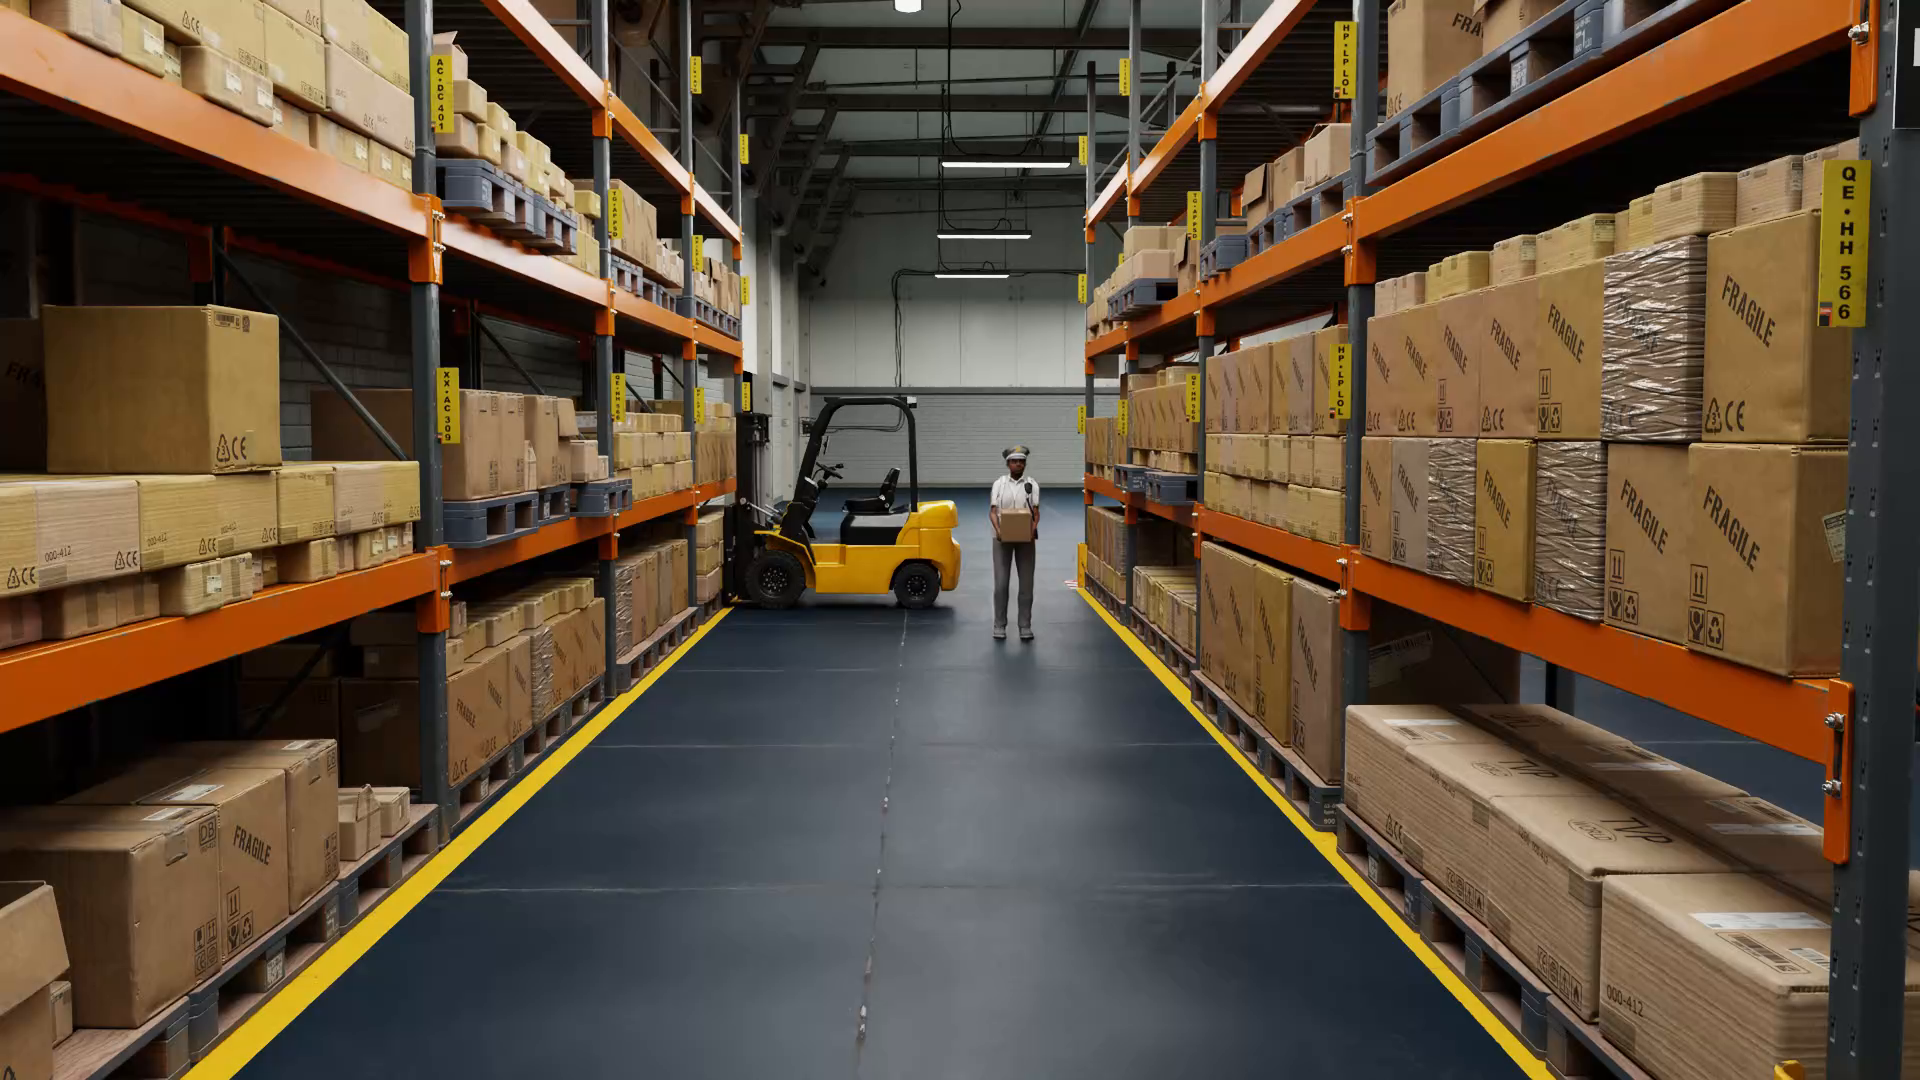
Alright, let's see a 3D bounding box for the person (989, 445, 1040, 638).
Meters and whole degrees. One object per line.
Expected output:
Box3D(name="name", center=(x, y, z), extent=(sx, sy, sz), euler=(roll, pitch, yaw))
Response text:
Box3D(name="person", center=(0.482, 0.016, 14.592), extent=(0.449, 1.683, 0.534), euler=(0, 4, -1))
